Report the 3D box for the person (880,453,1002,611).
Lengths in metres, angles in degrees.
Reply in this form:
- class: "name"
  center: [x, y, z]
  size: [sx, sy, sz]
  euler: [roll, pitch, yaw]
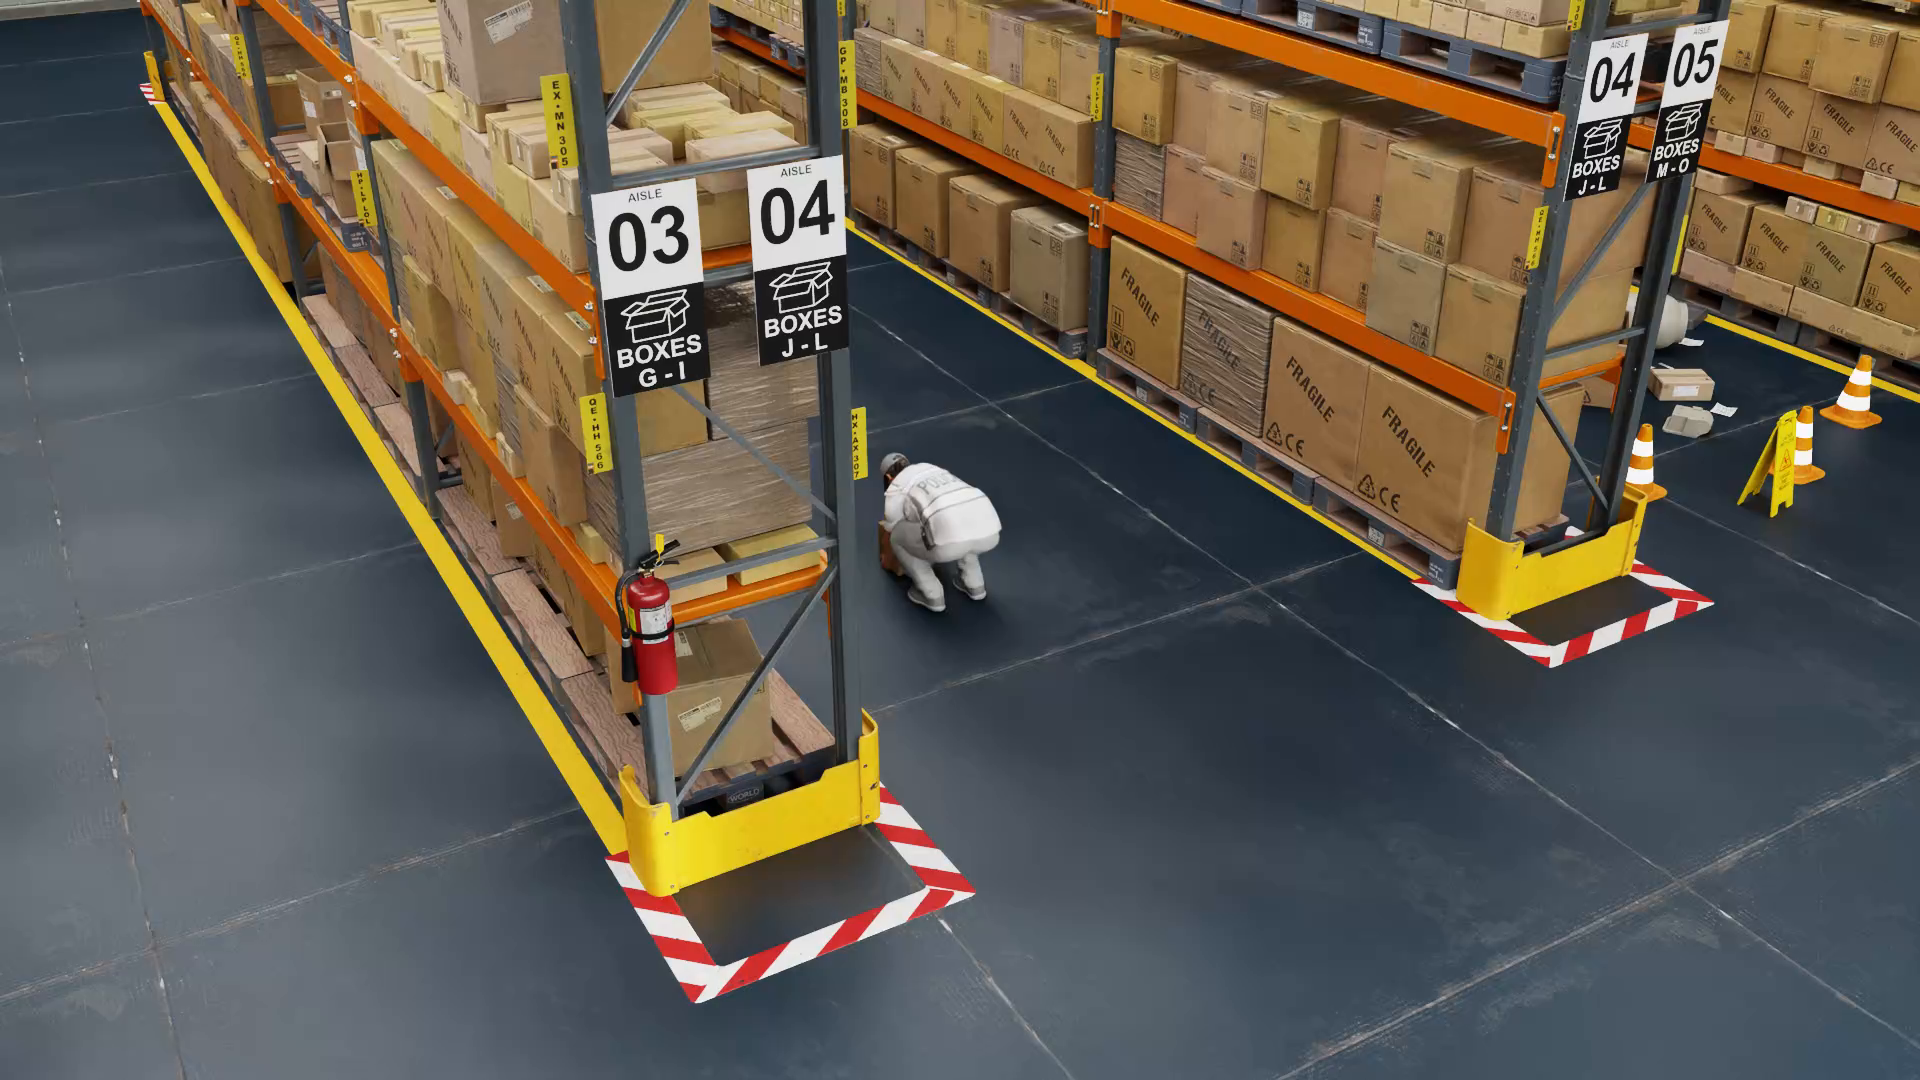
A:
- class: "person"
  center: [-0.152, -0.047, 9.608]
  size: [0.507, 0.750, 0.932]
  euler: [-17, 33, -27]
